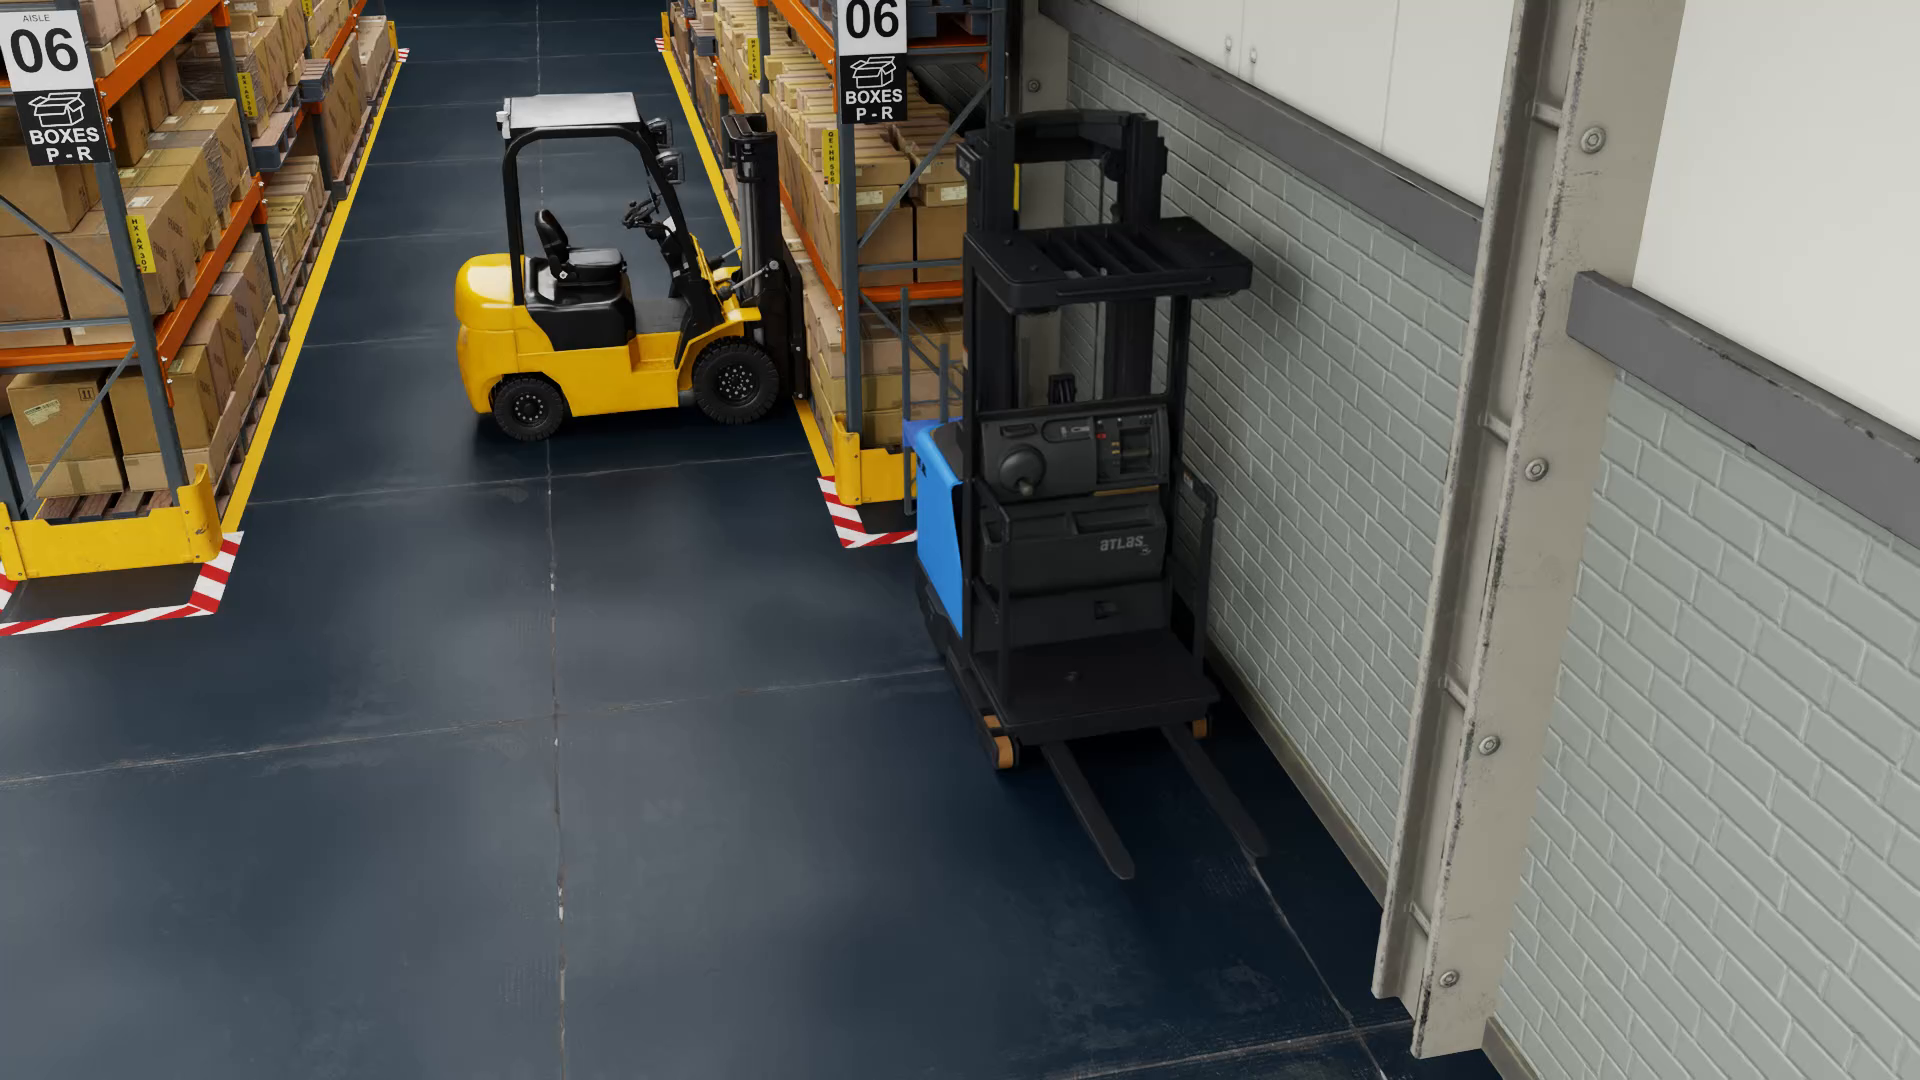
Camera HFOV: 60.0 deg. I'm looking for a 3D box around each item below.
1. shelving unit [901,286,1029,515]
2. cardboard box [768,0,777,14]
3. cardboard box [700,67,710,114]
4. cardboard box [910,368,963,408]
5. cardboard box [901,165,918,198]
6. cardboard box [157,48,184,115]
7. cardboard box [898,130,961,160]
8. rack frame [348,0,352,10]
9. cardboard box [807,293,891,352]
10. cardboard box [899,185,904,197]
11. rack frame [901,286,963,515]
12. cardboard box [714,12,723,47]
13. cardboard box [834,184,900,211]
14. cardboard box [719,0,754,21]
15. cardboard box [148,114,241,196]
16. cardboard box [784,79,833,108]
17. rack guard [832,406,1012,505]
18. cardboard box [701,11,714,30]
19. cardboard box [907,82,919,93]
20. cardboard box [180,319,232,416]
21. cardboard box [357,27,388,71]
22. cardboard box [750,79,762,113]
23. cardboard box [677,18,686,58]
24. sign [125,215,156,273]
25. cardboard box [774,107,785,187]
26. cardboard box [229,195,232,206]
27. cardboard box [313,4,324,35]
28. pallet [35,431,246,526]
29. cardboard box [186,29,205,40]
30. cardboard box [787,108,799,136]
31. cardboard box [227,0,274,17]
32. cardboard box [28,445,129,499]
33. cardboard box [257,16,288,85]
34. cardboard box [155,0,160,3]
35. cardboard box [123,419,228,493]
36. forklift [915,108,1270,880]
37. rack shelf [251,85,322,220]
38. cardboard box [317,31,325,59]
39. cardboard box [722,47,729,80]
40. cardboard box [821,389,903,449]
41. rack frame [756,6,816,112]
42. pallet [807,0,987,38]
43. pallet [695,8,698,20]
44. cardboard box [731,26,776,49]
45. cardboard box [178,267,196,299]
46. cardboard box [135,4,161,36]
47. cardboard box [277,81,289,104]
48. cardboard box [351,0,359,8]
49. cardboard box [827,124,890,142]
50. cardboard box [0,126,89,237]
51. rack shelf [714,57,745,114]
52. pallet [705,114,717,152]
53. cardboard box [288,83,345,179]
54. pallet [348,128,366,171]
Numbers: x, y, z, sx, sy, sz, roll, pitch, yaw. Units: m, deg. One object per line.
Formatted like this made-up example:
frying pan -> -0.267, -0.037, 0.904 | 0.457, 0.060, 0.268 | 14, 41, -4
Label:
shelving unit -> 0.012, -0.638, 9.850 | 0.538, 1.500, 1.048 | -6, 27, -12
cardboard box -> -1.763, -5.425, 16.838 | 0.380, 0.149, 0.250 | -5, 27, -10
cardboard box -> -2.807, -5.353, 19.835 | 0.500, 0.500, 0.500 | -7, 28, -13
cardboard box -> -0.134, -1.112, 11.154 | 0.500, 0.250, 0.500 | -5, 27, -11
cardboard box -> -0.172, -2.312, 10.671 | 0.380, 0.149, 0.250 | -6, 27, -12
cardboard box -> -6.079, -3.360, 12.027 | 0.700, 0.500, 0.500 | -6, 27, -12
cardboard box -> -0.198, -2.570, 10.852 | 0.380, 0.149, 0.250 | -5, 27, -11
rack frame -> -7.770, -6.463, 19.726 | 1.000, 3.000, 0.127 | -6, 27, -12
cardboard box -> -0.759, -1.501, 11.371 | 0.500, 0.250, 0.500 | -5, 27, -11
cardboard box -> -0.211, -2.218, 11.204 | 0.500, 0.500, 0.500 | -5, 27, -10
rack frame -> -0.109, -0.861, 10.291 | 0.500, 1.500, 0.032 | -6, 27, -12
cardboard box -> -2.196, -5.147, 16.730 | 0.500, 0.250, 0.500 | -6, 27, -12
cardboard box -> -0.582, -2.159, 10.367 | 0.380, 0.149, 0.250 | -6, 27, -11
cardboard box -> -2.187, -5.260, 16.512 | 0.380, 0.149, 0.250 | -5, 27, -10
cardboard box -> -5.502, -2.734, 11.896 | 0.500, 0.500, 0.500 | -5, 27, -10
cardboard box -> -1.093, -3.303, 12.303 | 0.380, 0.149, 0.250 | -6, 27, -12
rack guard -> -0.225, -0.574, 10.833 | 1.175, 0.500, 0.348 | -6, 27, -12
cardboard box -> -2.555, -5.538, 17.705 | 0.380, 0.149, 0.250 | -5, 27, -11
cardboard box -> -0.509, -3.249, 12.197 | 0.380, 0.149, 0.250 | -6, 27, -12
cardboard box -> -5.106, -1.112, 10.877 | 0.500, 0.500, 0.500 | -7, 28, -14
cardboard box -> -8.211, -6.582, 22.340 | 0.875, 0.438, 0.875 | -5, 27, -10
cardboard box -> -1.492, -3.803, 14.067 | 0.500, 0.250, 0.500 | -7, 28, -13
cardboard box -> -3.614, -6.897, 22.894 | 0.500, 0.500, 0.500 | -5, 27, -11
sign -> -4.537, -1.637, 9.203 | 0.100, 0.325, 0.005 | -6, 27, -12
cardboard box -> -1.153, -3.053, 12.859 | 0.500, 0.500, 0.500 | -5, 27, -11
cardboard box -> -5.552, -2.498, 12.148 | 0.380, 0.149, 0.250 | -6, 27, -11
cardboard box -> -6.858, -5.338, 17.109 | 0.500, 0.250, 0.500 | -5, 27, -10
pallet -> -5.231, -0.344, 10.697 | 1.003, 0.211, 1.213 | -6, 27, -12
cardboard box -> -6.518, -3.940, 13.821 | 0.500, 0.500, 0.500 | -5, 27, -10
cardboard box -> -1.056, -3.060, 12.152 | 0.380, 0.149, 0.250 | -7, 28, -13
cardboard box -> -6.225, -4.672, 14.551 | 0.380, 0.149, 0.250 | -7, 28, -14
cardboard box -> -5.515, -0.493, 10.484 | 0.500, 0.250, 0.500 | -6, 27, -12
cardboard box -> -6.131, -4.214, 14.362 | 0.500, 0.500, 0.500 | -7, 28, -14
cardboard box -> -5.260, -3.521, 10.405 | 0.500, 0.250, 0.500 | -5, 27, -10
cardboard box -> -4.978, -0.537, 10.571 | 0.500, 0.250, 0.500 | -6, 27, -12
forklift -> 0.614, -0.390, 7.769 | 1.130, 2.935, 3.031 | -7, 28, -13
rack shelf -> -6.418, -3.508, 14.670 | 1.077, 0.370, 4.000 | -6, 27, -12
cardboard box -> -6.867, -5.104, 17.200 | 0.500, 0.250, 0.500 | -7, 28, -13
cardboard box -> -2.063, -4.705, 16.409 | 0.500, 0.250, 0.500 | -7, 28, -13
cardboard box -> -0.644, -0.835, 11.161 | 0.500, 0.250, 0.500 | -6, 27, -11
rack frame -> -1.132, -3.457, 13.770 | 1.000, 3.000, 0.127 | -6, 27, -12
pallet -> -0.365, -3.314, 10.255 | 1.003, 0.211, 1.213 | -6, 27, -12
pallet -> -2.476, -5.981, 18.983 | 1.003, 0.211, 1.213 | -6, 27, -12
cardboard box -> -1.877, -4.585, 15.174 | 0.380, 0.149, 0.250 | -7, 28, -13
cardboard box -> -5.004, -1.603, 10.377 | 0.380, 0.149, 0.250 | -6, 27, -11
cardboard box -> -5.119, -3.168, 10.147 | 0.380, 0.149, 0.250 | -6, 27, -11
cardboard box -> -6.051, -3.876, 14.414 | 0.380, 0.149, 0.250 | -5, 27, -10
cardboard box -> -7.621, -6.741, 20.165 | 0.500, 0.500, 0.500 | -5, 27, -10
cardboard box -> -0.671, -2.638, 10.986 | 0.380, 0.149, 0.250 | -6, 27, -11
cardboard box -> -5.394, -2.021, 9.375 | 0.700, 0.500, 0.500 | -7, 28, -13
rack shelf -> -1.583, -4.014, 15.672 | 1.077, 0.370, 4.000 | -6, 27, -12
pallet -> -2.436, -4.834, 19.593 | 1.003, 0.211, 1.213 | -6, 27, -12
cardboard box -> -6.943, -4.258, 17.249 | 0.875, 0.875, 0.875 | -6, 27, -12
pallet -> -7.244, -4.351, 18.635 | 1.003, 0.211, 1.213 | -6, 27, -12
